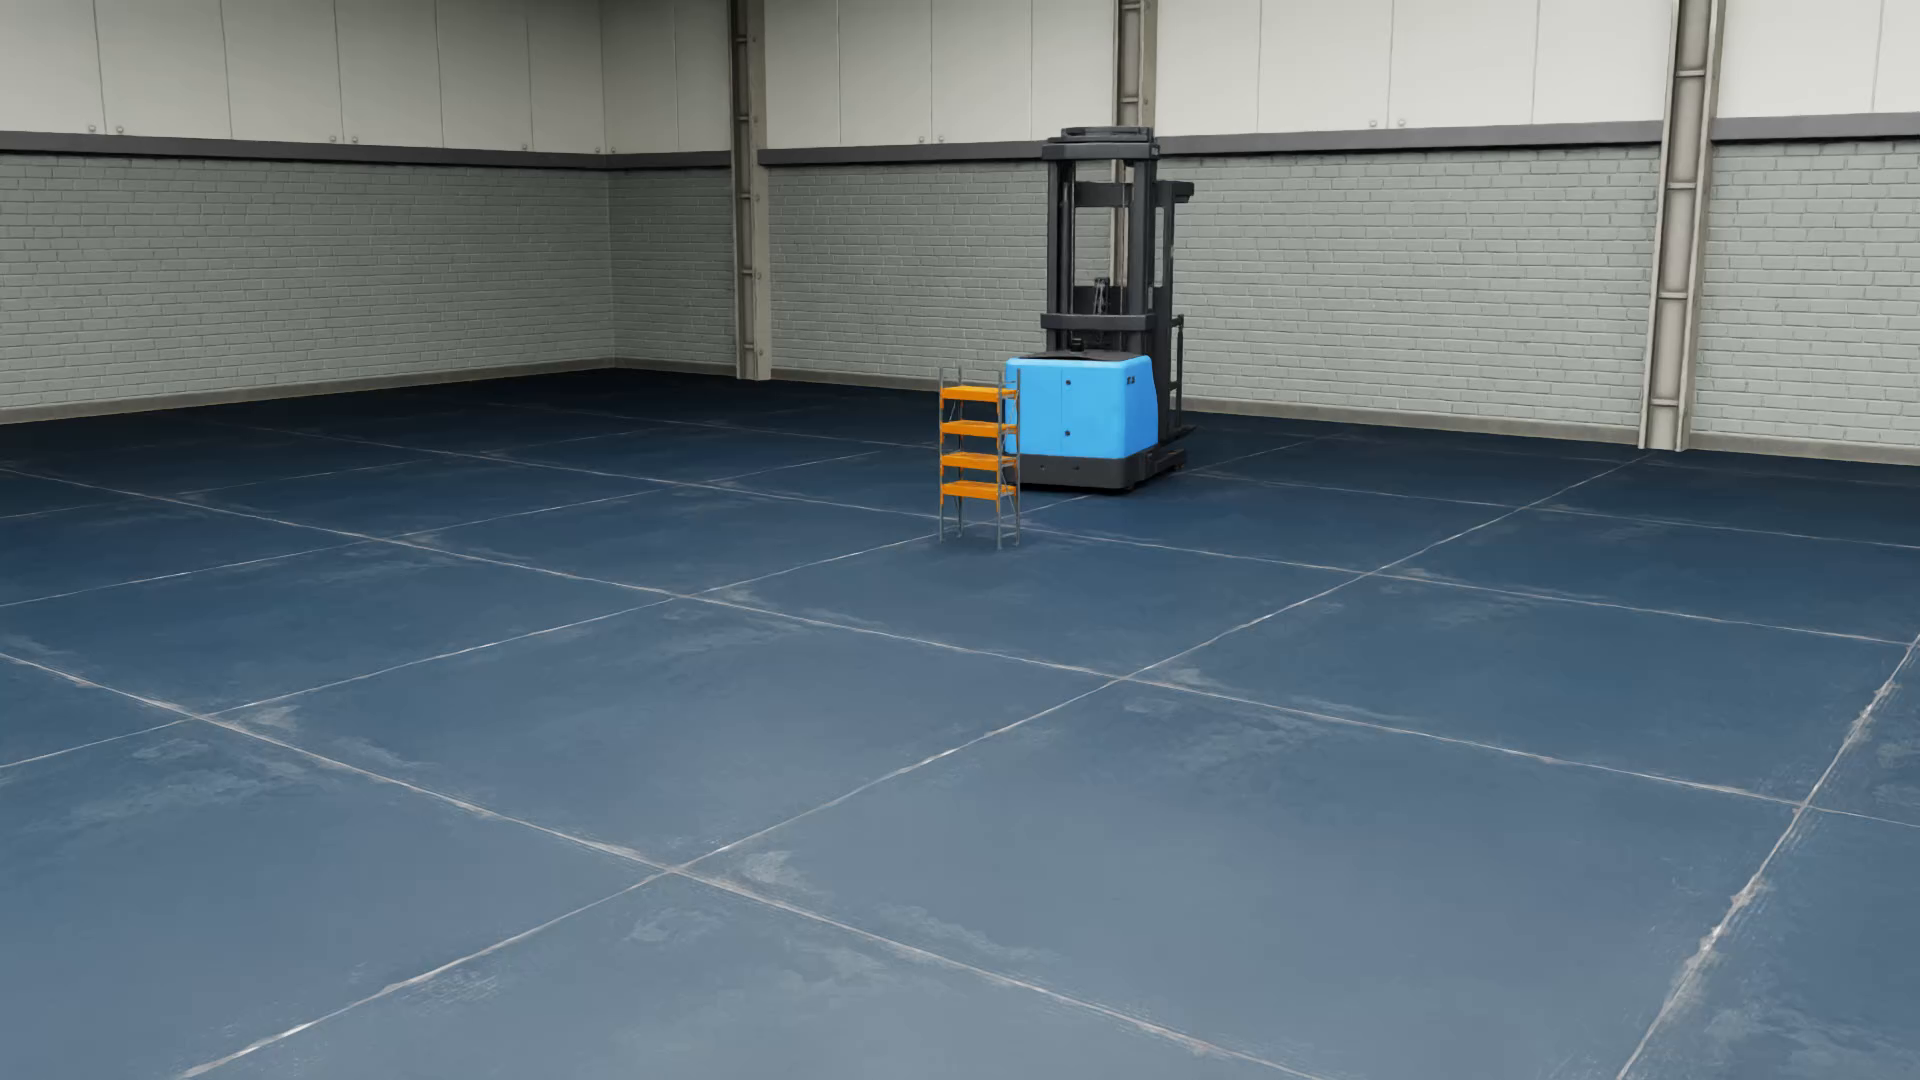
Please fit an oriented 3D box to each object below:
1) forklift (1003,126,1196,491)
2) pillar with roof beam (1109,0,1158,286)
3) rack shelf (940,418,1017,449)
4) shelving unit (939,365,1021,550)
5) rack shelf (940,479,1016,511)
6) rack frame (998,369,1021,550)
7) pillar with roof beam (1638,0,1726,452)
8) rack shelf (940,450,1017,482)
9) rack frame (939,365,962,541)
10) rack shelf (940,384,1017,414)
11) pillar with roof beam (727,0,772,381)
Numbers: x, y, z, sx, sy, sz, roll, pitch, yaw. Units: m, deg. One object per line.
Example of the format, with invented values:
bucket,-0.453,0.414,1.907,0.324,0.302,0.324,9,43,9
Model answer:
forklift,1.385,-2.076,14.546,1.130,2.935,3.031,4,12,22
pillar with roof beam,-0.567,-5.322,15.345,0.400,9.000,9.100,8,13,36
rack shelf,0.133,-0.724,11.290,0.480,0.148,0.258,8,13,36
shelving unit,0.133,-0.570,11.320,0.503,1.200,0.258,8,13,36
rack shelf,0.133,-0.309,11.370,0.480,0.148,0.258,8,13,36
rack frame,0.330,-0.543,11.178,0.015,1.200,0.240,8,13,36
pillar with roof beam,4.269,-4.647,11.858,0.400,9.000,9.100,8,13,36
rack shelf,0.133,-0.504,11.332,0.480,0.148,0.258,8,13,36
rack frame,-0.063,-0.598,11.461,0.015,1.200,0.240,8,13,36
rack shelf,0.133,-0.956,11.245,0.480,0.148,0.258,8,13,36
pillar with roof beam,-5.403,-5.996,18.832,0.400,9.000,9.100,8,13,36
